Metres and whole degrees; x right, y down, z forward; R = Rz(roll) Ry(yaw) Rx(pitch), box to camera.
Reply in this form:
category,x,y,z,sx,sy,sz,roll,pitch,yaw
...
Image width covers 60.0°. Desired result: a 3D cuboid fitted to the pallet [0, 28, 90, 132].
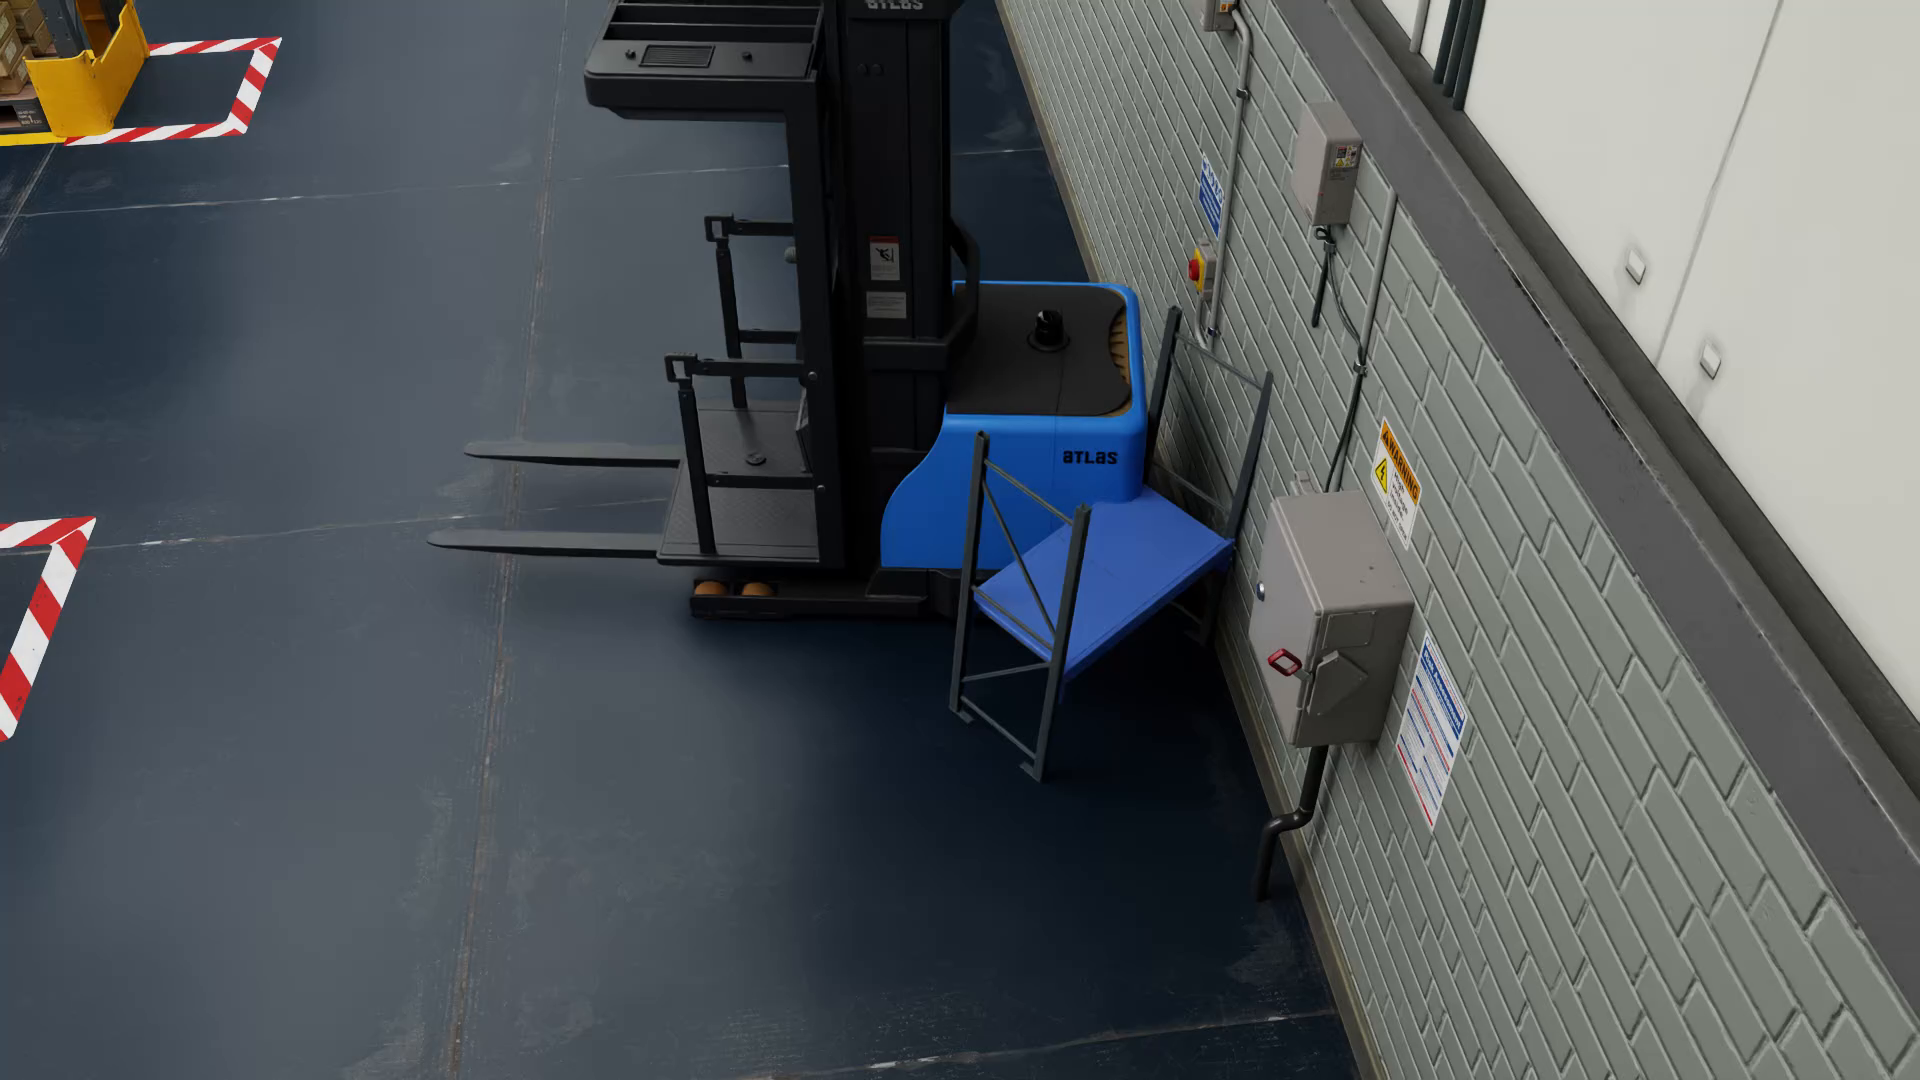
category,x,y,z,sx,sy,sz,roll,pitch,yaw
pallet,-6.288,-2.896,10.514,1.213,0.211,1.003,-5,42,-6

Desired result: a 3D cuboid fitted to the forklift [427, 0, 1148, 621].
category,x,y,z,sx,sy,sz,roll,pitch,yaw
forklift,-0.759,-1.099,6.491,3.031,2.935,1.130,1,42,2

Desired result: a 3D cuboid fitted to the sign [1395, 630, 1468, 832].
category,x,y,z,sx,sy,sz,roll,pitch,yaw
sign,1.325,0.541,4.692,0.001,0.494,0.329,-5,42,-6

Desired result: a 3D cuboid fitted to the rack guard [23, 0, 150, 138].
category,x,y,z,sx,sy,sz,roll,pitch,yaw
rack guard,-5.478,-3.050,10.470,0.348,0.500,1.175,-5,42,-6

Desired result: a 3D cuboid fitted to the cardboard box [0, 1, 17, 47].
category,x,y,z,sx,sy,sz,roll,pitch,yaw
cardboard box,-5.895,-3.089,10.017,0.250,0.149,0.380,-5,42,-5

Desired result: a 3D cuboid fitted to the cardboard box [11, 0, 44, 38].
category,x,y,z,sx,sy,sz,roll,pitch,yaw
cardboard box,-5.955,-3.318,10.493,0.250,0.149,0.380,-3,42,-4

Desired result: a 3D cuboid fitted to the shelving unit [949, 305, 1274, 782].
category,x,y,z,sx,sy,sz,roll,pitch,yaw
shelving unit,0.548,0.039,6.271,0.538,1.500,1.048,37,54,27

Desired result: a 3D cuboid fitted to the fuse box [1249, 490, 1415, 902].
category,x,y,z,sx,sy,sz,roll,pitch,yaw
fuse box,1.055,0.674,5.436,0.414,1.711,0.539,-5,42,-6

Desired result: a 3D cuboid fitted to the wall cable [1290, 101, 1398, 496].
category,x,y,z,sx,sy,sz,roll,pitch,yaw
wall cable,1.123,-0.648,5.181,0.122,1.984,0.588,-5,42,-6

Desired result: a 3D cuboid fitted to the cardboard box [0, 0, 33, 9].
category,x,y,z,sx,sy,sz,roll,pitch,yaw
cardboard box,-5.966,-3.484,10.454,0.250,0.149,0.380,-7,42,-7

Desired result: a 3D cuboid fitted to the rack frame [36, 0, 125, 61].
category,x,y,z,sx,sy,sz,roll,pitch,yaw
rack frame,-5.402,-3.985,9.640,0.127,3.000,1.000,-5,42,-6

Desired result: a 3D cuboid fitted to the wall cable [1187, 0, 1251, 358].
category,x,y,z,sx,sy,sz,roll,pitch,yaw
wall cable,0.928,-1.601,6.214,0.123,1.953,0.585,-5,42,-6

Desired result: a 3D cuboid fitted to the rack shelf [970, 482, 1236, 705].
category,x,y,z,sx,sy,sz,roll,pitch,yaw
rack shelf,0.537,0.162,6.402,0.538,0.185,1.000,37,54,27

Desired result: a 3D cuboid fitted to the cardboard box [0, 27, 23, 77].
category,x,y,z,sx,sy,sz,roll,pitch,yaw
cardboard box,-5.889,-2.958,10.093,0.250,0.149,0.380,-6,42,-7

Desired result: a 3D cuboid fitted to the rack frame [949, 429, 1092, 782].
category,x,y,z,sx,sy,sz,roll,pitch,yaw
rack frame,0.191,0.285,6.007,0.500,1.500,0.032,37,54,27

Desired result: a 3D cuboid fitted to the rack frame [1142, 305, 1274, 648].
category,x,y,z,sx,sy,sz,roll,pitch,yaw
rack frame,0.905,-0.207,6.536,0.500,1.500,0.032,37,54,27

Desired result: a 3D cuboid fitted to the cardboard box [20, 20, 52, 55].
category,x,y,z,sx,sy,sz,roll,pitch,yaw
cardboard box,-5.964,-3.250,10.639,0.250,0.149,0.380,-4,42,-5

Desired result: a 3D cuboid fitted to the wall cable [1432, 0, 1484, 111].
category,x,y,z,sx,sy,sz,roll,pitch,yaw
wall cable,1.362,-1.276,2.129,0.133,3.039,2.988,-5,42,-6

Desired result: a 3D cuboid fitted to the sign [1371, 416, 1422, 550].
category,x,y,z,sx,sy,sz,roll,pitch,yaw
sign,1.253,-0.165,4.788,0.001,0.242,0.339,-5,42,-6

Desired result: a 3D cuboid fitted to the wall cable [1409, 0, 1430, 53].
category,x,y,z,sx,sy,sz,roll,pitch,yaw
wall cable,1.038,-3.116,4.196,0.029,3.000,2.355,-5,42,-6

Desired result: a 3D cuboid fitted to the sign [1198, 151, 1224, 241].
category,x,y,z,sx,sy,sz,roll,pitch,yaw
sign,0.982,-1.349,6.516,0.001,0.218,0.327,-5,42,-6

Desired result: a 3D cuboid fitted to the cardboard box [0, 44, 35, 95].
category,x,y,z,sx,sy,sz,roll,pitch,yaw
cardboard box,-5.897,-2.898,10.250,0.250,0.149,0.380,-4,42,-5
